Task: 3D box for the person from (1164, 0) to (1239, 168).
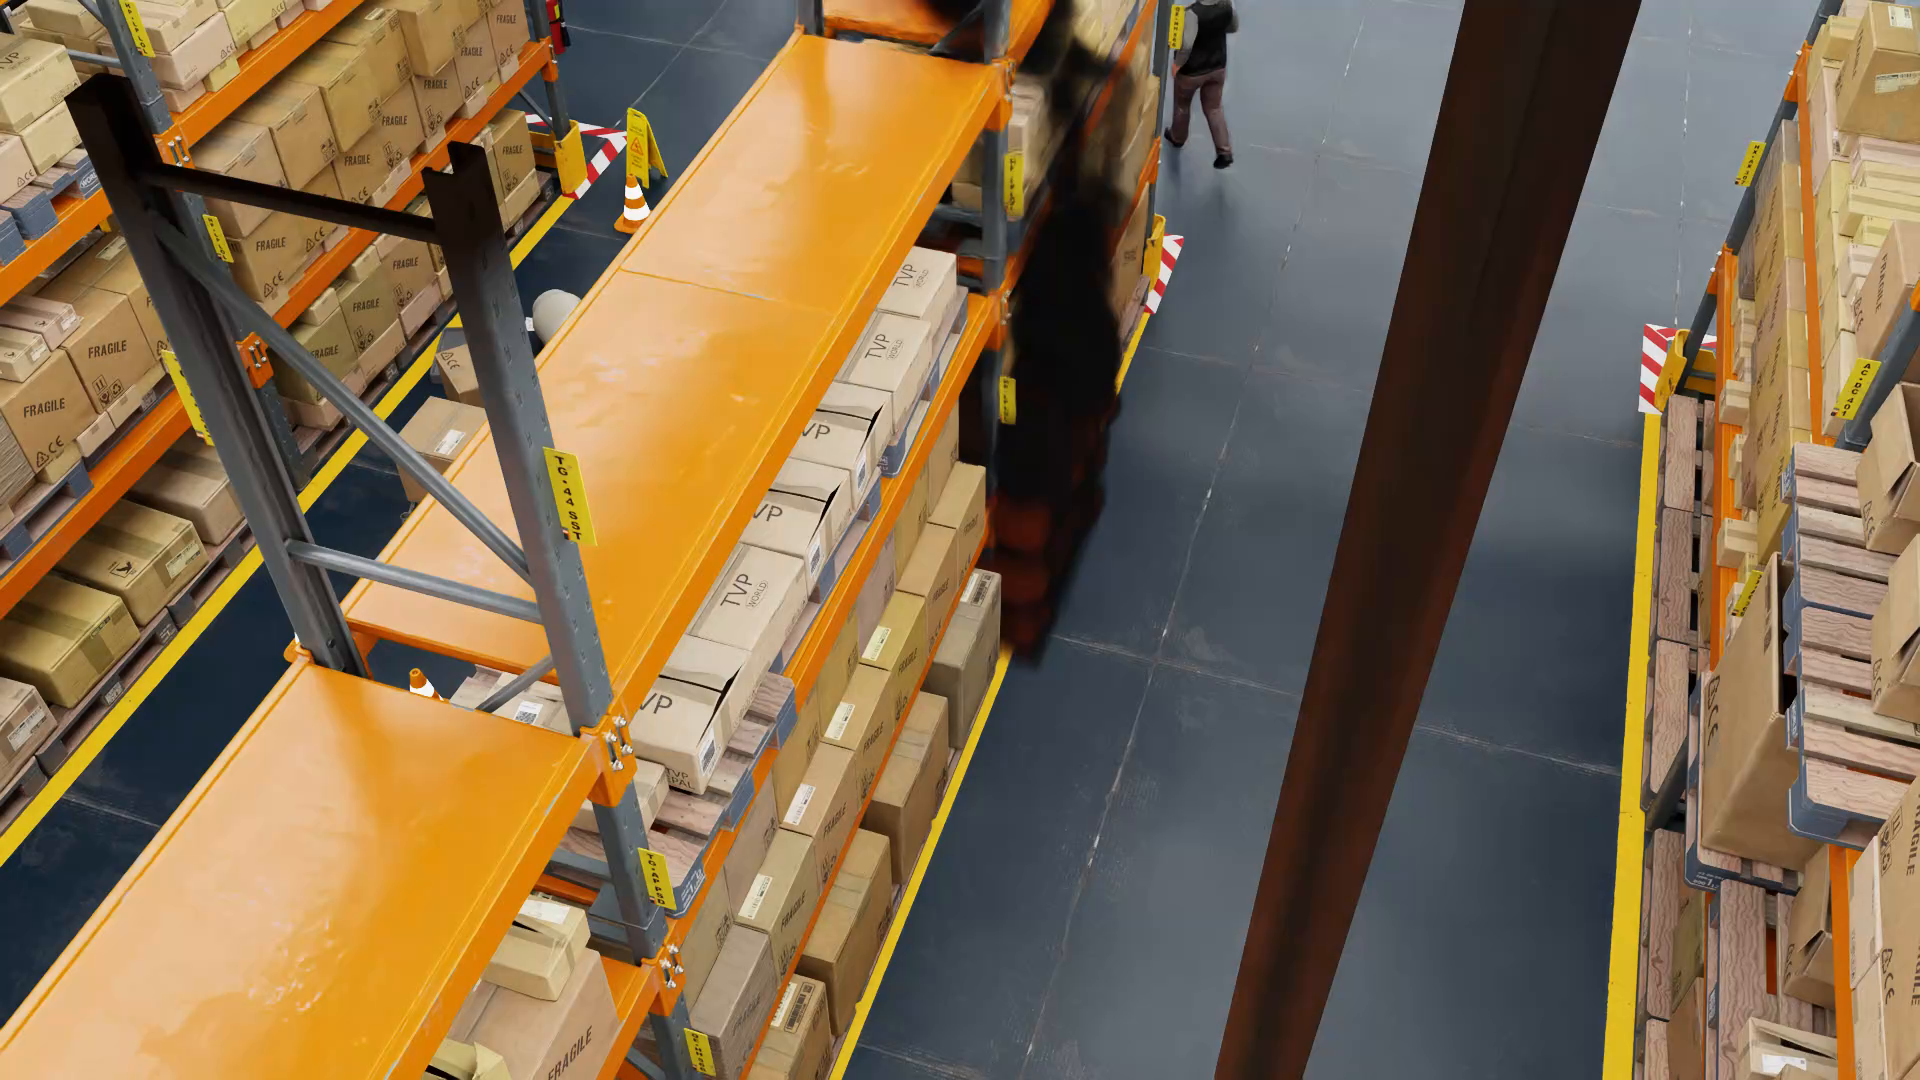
[{"bbox_3d":[1.986,-3.871,13.679,0.663,1.703,0.960,-15,48,-14],"label":"person"}]
